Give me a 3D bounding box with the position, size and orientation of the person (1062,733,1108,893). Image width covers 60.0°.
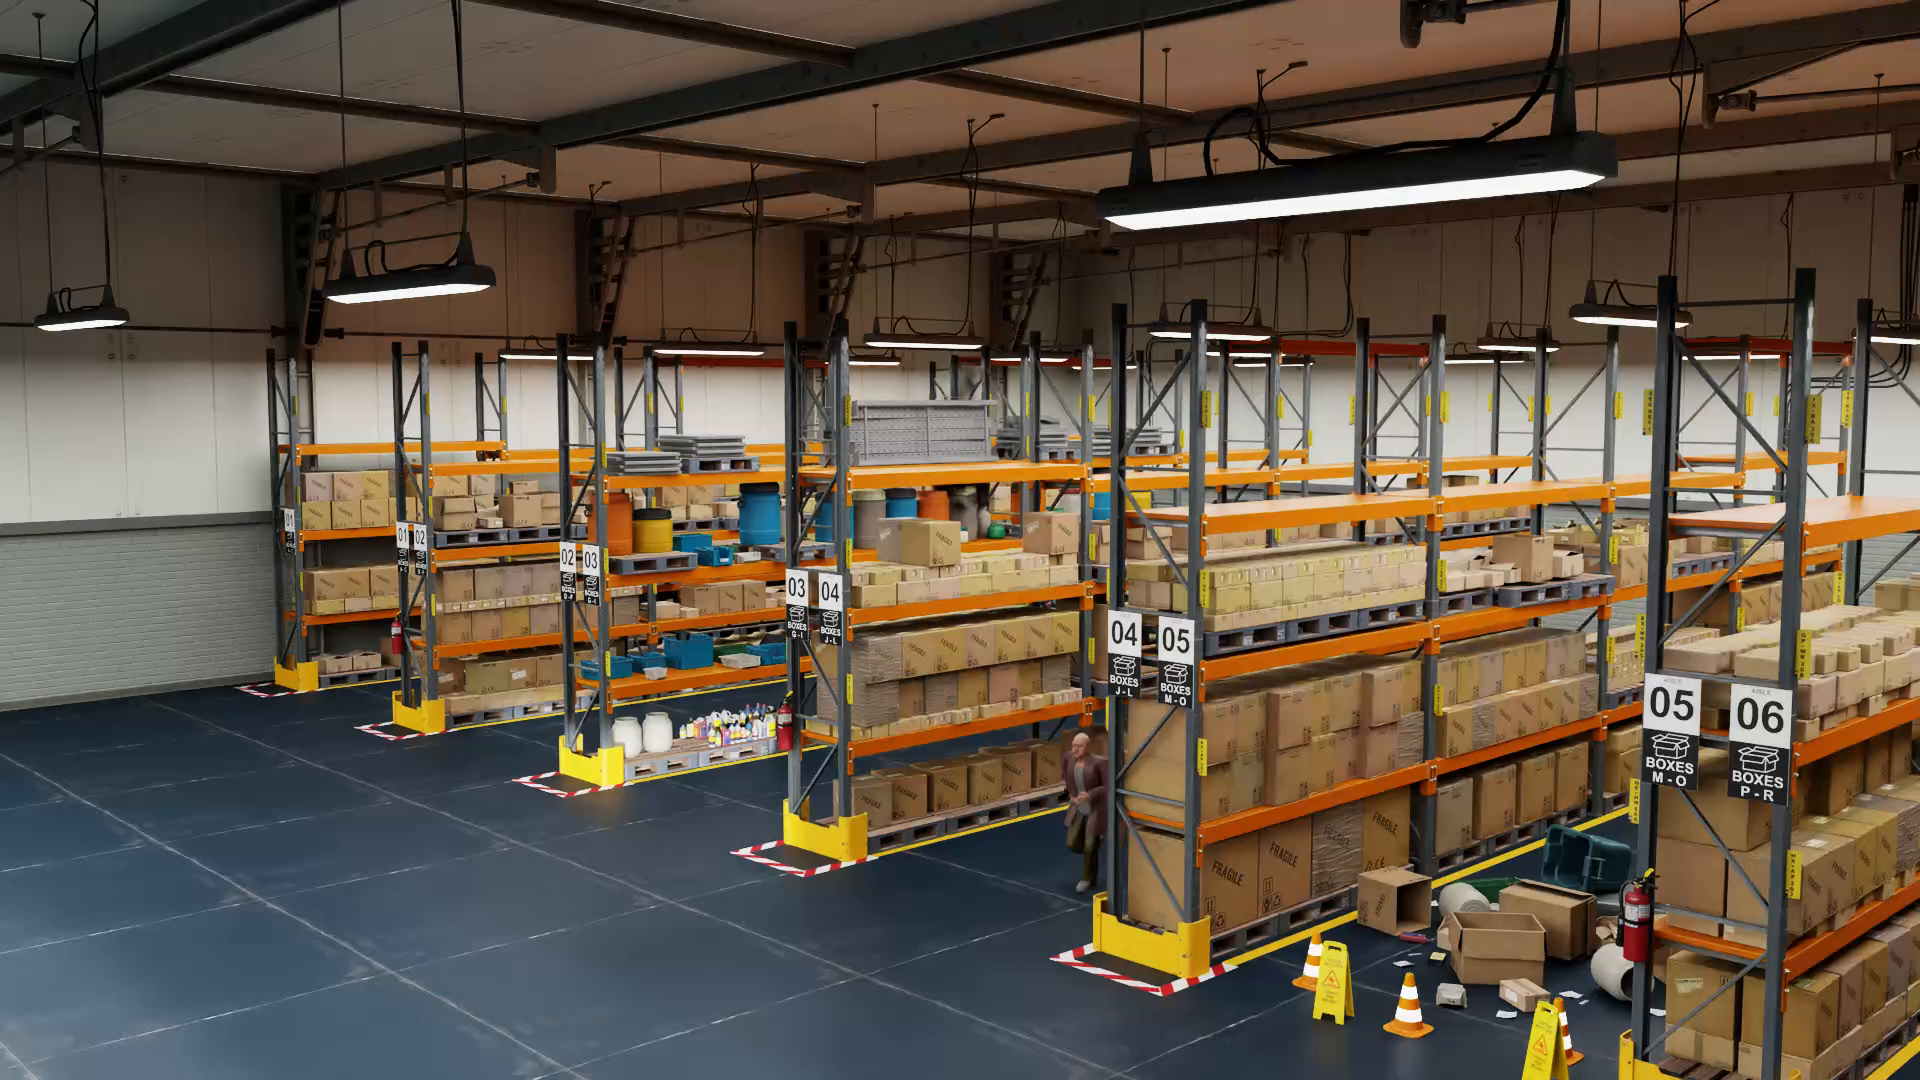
[{"bbox_3d":[1.312,2.830,17.327,0.697,1.706,0.779,3,6,29],"label":"person"}]
